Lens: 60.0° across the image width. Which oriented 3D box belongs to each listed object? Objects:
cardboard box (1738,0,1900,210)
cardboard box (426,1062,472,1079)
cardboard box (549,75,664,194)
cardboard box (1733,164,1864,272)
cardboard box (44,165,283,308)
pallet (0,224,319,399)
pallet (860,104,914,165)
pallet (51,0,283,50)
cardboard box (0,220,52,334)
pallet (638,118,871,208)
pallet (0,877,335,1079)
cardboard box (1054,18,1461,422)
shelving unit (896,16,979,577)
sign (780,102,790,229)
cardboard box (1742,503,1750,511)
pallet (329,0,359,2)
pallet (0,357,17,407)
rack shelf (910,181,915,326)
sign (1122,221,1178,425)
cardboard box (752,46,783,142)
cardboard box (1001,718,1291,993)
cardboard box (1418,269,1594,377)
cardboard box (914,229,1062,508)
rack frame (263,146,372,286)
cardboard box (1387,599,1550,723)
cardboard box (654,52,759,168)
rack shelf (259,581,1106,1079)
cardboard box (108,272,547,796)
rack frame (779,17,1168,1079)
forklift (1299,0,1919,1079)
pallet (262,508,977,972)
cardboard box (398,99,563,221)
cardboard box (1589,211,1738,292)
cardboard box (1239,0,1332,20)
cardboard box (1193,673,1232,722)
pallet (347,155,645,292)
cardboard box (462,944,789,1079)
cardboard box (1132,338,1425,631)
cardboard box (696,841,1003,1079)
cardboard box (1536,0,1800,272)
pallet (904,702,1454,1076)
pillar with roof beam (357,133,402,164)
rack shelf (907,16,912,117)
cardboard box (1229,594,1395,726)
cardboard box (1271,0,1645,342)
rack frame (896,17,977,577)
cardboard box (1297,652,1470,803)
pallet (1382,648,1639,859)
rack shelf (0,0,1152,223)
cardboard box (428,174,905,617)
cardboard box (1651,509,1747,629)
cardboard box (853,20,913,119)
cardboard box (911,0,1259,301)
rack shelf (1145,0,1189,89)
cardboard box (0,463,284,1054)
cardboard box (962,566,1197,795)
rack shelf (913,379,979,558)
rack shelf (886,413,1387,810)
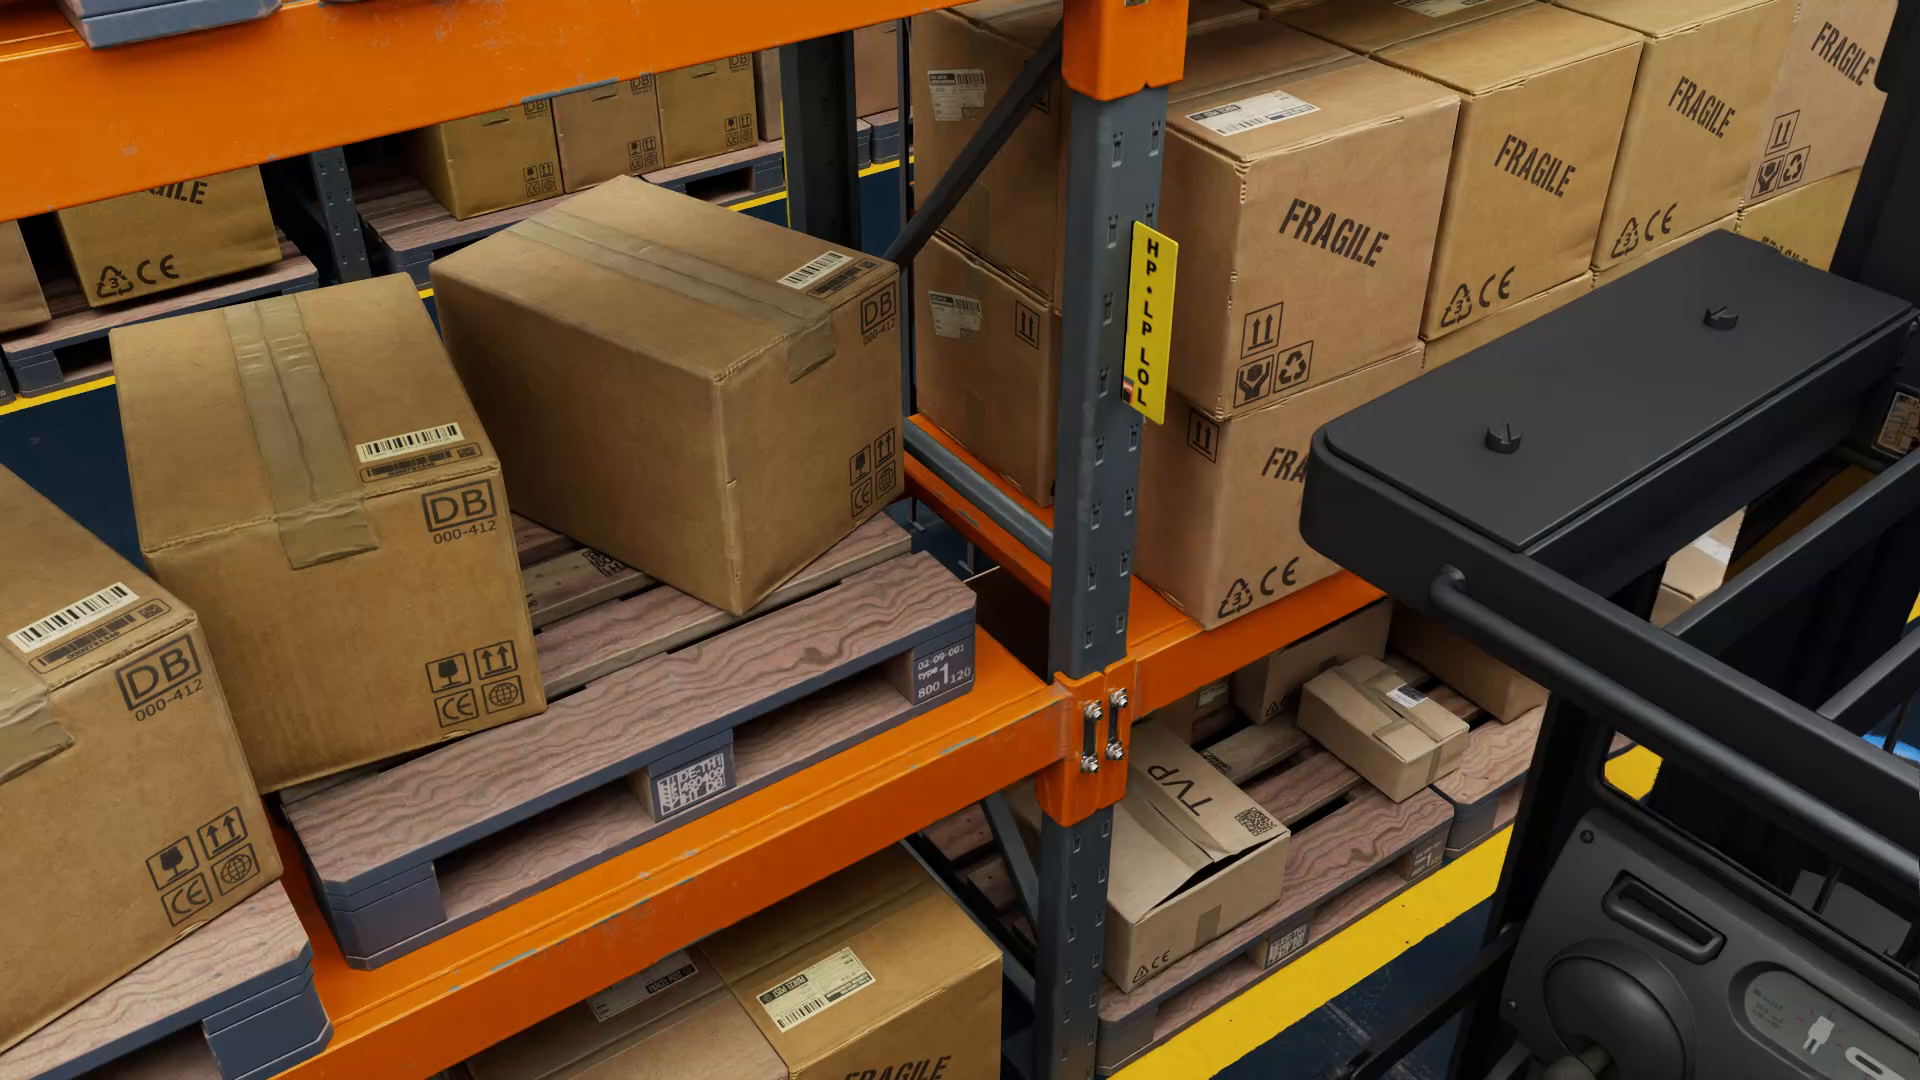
[{"bbox_3d":[1.791,-1.129,3.809,0.500,0.500,0.500,-21,41,-27],"label":"cardboard box"},{"bbox_3d":[-1.077,1.332,3.093,0.500,0.500,0.500,-22,41,-27],"label":"cardboard box"},{"bbox_3d":[-1.793,-2.027,7.780,0.500,0.500,0.700,-23,42,-28],"label":"cardboard box"},{"bbox_3d":[1.796,-0.733,4.114,0.500,0.500,0.500,-23,42,-28],"label":"cardboard box"},{"bbox_3d":[-3.333,-1.518,6.773,0.750,0.750,0.750,-22,41,-27],"label":"cardboard box"},{"bbox_3d":[-3.464,-1.073,7.062,1.213,0.211,1.003,-22,41,-28],"label":"pallet"},{"bbox_3d":[-0.215,-2.408,8.917,1.213,0.211,1.003,-22,41,-28],"label":"pallet"},{"bbox_3d":[-1.439,-0.743,1.806,1.003,0.211,1.213,-22,41,-28],"label":"pallet"},{"bbox_3d":[-4.057,-1.218,6.355,0.750,0.750,0.750,-21,41,-27],"label":"cardboard box"},{"bbox_3d":[-1.211,-2.000,8.350,1.213,0.211,1.003,-22,41,-28],"label":"pallet"},{"bbox_3d":[-1.702,0.629,2.471,1.213,0.211,1.003,-22,41,-28],"label":"pallet"},{"bbox_3d":[0.528,-0.609,3.085,0.500,0.500,0.500,-21,41,-27],"label":"cardboard box"},{"bbox_3d":[0.135,-0.908,5.214,0.503,2.100,0.431,-22,41,-28],"label":"shelving unit"},{"bbox_3d":[-0.338,-0.746,3.476,0.005,0.325,0.100,-22,41,-28],"label":"sign"},{"bbox_3d":[2.565,-0.118,5.395,0.250,0.166,0.380,-22,41,-28],"label":"cardboard box"},{"bbox_3d":[-0.593,-1.094,2.293,1.003,0.211,1.213,-22,41,-28],"label":"pallet"},{"bbox_3d":[-4.462,-0.661,6.488,1.213,0.211,1.003,-22,41,-28],"label":"pallet"},{"bbox_3d":[0.135,-0.897,5.222,0.480,0.518,0.431,-22,41,-28],"label":"rack shelf"},{"bbox_3d":[0.303,-0.344,2.668,0.005,0.325,0.100,-22,41,-28],"label":"sign"},{"bbox_3d":[-0.941,-2.381,8.273,0.500,0.500,0.700,-24,42,-29],"label":"cardboard box"},{"bbox_3d":[0.448,0.737,4.082,0.500,0.311,0.500,-22,41,-28],"label":"cardboard box"},{"bbox_3d":[0.971,-0.394,3.643,0.500,0.500,0.500,-22,41,-27],"label":"cardboard box"},{"bbox_3d":[0.241,-0.469,3.748,0.500,0.500,0.500,-22,41,-27],"label":"cardboard box"},{"bbox_3d":[-2.876,-2.501,6.658,0.127,3.000,1.000,-22,41,-28],"label":"rack frame"},{"bbox_3d":[1.513,0.063,4.855,0.637,0.503,0.797,-22,41,-28],"label":"cardboard box"},{"bbox_3d":[-1.373,-2.198,8.019,0.500,0.500,0.700,-21,41,-27],"label":"cardboard box"},{"bbox_3d":[-1.654,0.827,2.647,4.000,0.370,1.077,-22,41,-28],"label":"rack shelf"},{"bbox_3d":[-1.061,-0.035,2.784,0.500,0.500,0.700,-16,39,-21],"label":"cardboard box"},{"bbox_3d":[-0.019,-0.138,3.373,0.127,3.000,1.000,-22,41,-28],"label":"rack frame"},{"bbox_3d":[1.021,0.811,2.113,3.031,2.935,1.130,-25,43,-31],"label":"forklift"},{"bbox_3d":[-0.736,0.157,3.128,1.213,0.211,1.003,-22,41,-28],"label":"pallet"},{"bbox_3d":[-2.206,-1.859,7.547,0.500,0.500,0.700,-22,41,-27],"label":"cardboard box"},{"bbox_3d":[1.381,-0.561,3.875,0.500,0.500,0.500,-23,41,-28],"label":"cardboard box"},{"bbox_3d":[0.662,-1.052,3.701,0.500,0.500,0.500,-23,42,-29],"label":"cardboard box"},{"bbox_3d":[0.555,0.359,4.747,0.250,0.149,0.380,-22,41,-28],"label":"cardboard box"},{"bbox_3d":[-2.210,-1.587,7.776,1.213,0.211,1.003,-22,41,-28],"label":"pallet"},{"bbox_3d":[-0.667,1.163,3.328,0.500,0.500,0.500,-22,41,-28],"label":"cardboard box"},{"bbox_3d":[0.554,-0.220,3.401,0.500,0.500,0.500,-21,41,-27],"label":"cardboard box"},{"bbox_3d":[-0.258,1.001,3.553,0.500,0.500,0.500,-23,41,-28],"label":"cardboard box"},{"bbox_3d":[1.370,-0.955,3.567,0.500,0.500,0.500,-24,42,-29],"label":"cardboard box"},{"bbox_3d":[0.542,0.764,4.508,1.213,0.211,1.003,-22,41,-28],"label":"pallet"},{"bbox_3d":[-0.322,-3.530,2.951,0.400,9.000,9.100,-22,41,-28],"label":"pillar with roof beam"},{"bbox_3d":[0.135,-1.465,4.814,0.480,0.518,0.431,-22,41,-28],"label":"rack shelf"},{"bbox_3d":[0.896,0.196,4.835,0.500,0.311,0.500,-22,41,-28],"label":"cardboard box"},{"bbox_3d":[0.949,-0.782,3.327,0.500,0.500,0.500,-24,42,-29],"label":"cardboard box"},{"bbox_3d":[-0.064,-0.826,5.100,0.015,2.100,0.400,-22,41,-28],"label":"rack frame"},{"bbox_3d":[1.150,0.500,4.536,0.250,0.166,0.380,-22,41,-28],"label":"cardboard box"},{"bbox_3d":[1.541,0.351,5.081,1.213,0.211,1.003,-22,41,-28],"label":"pallet"},{"bbox_3d":[-1.654,-0.391,1.772,4.000,0.370,1.077,-22,41,-28],"label":"rack shelf"},{"bbox_3d":[-0.536,-0.296,3.148,0.700,0.500,0.500,22,41,28],"label":"cardboard box"},{"bbox_3d":[2.154,0.060,5.076,0.500,0.250,0.500,-22,41,-28],"label":"cardboard box"},{"bbox_3d":[-0.530,-2.550,8.508,0.500,0.500,0.700,-22,41,-28],"label":"cardboard box"},{"bbox_3d":[0.245,-0.878,3.460,0.500,0.500,0.500,-22,41,-28],"label":"cardboard box"},{"bbox_3d":[1.615,-1.736,3.642,4.000,0.370,1.077,-22,41,-28],"label":"rack shelf"},{"bbox_3d":[-1.428,0.275,2.354,0.700,0.500,0.500,26,43,32],"label":"cardboard box"},{"bbox_3d":[0.283,0.371,4.429,0.500,0.500,0.500,-22,41,-28],"label":"cardboard box"},{"bbox_3d":[0.135,-0.329,5.631,0.480,0.518,0.431,-22,41,-28],"label":"rack shelf"},{"bbox_3d":[1.615,-0.519,4.518,4.000,0.370,1.077,-22,41,-28],"label":"rack shelf"}]
